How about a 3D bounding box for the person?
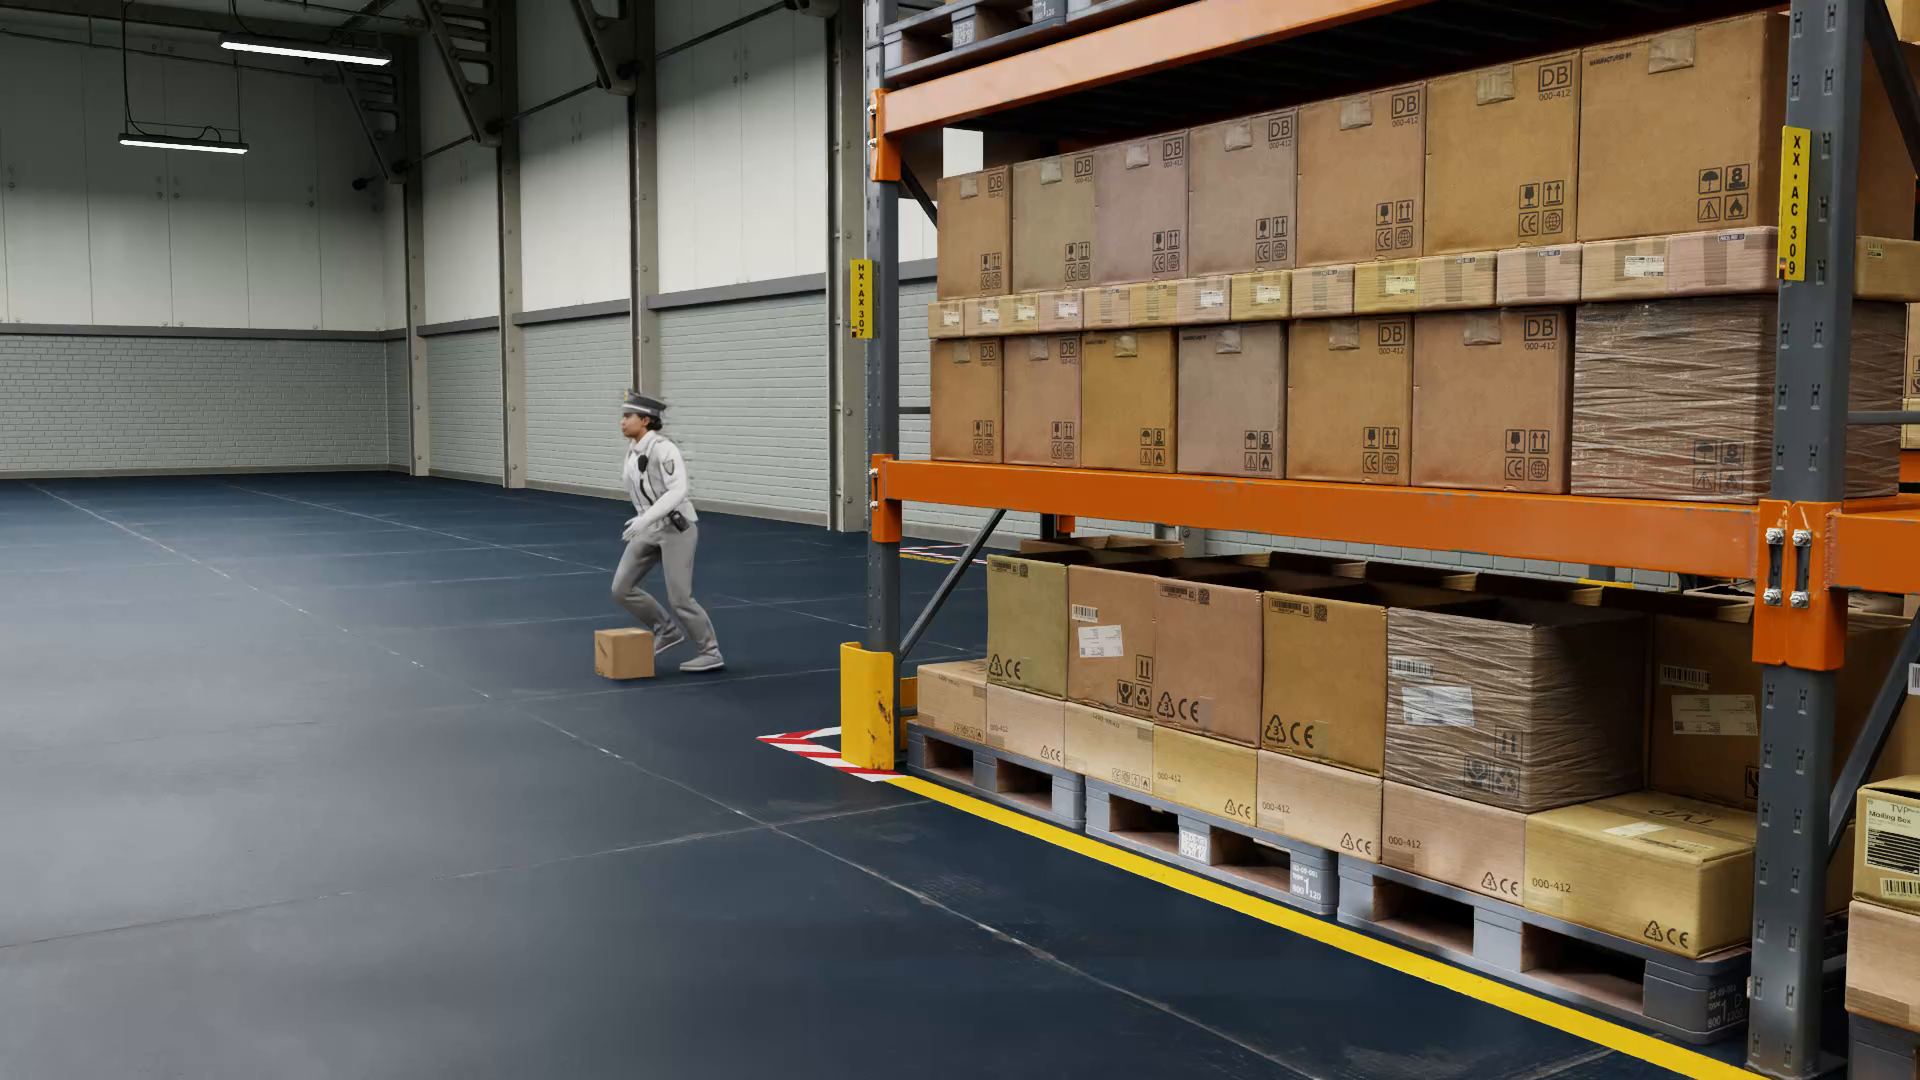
[{"bbox_3d":[-1.695,-0.047,9.476,0.645,1.608,0.645,-4,6,-39],"label":"person"}]
